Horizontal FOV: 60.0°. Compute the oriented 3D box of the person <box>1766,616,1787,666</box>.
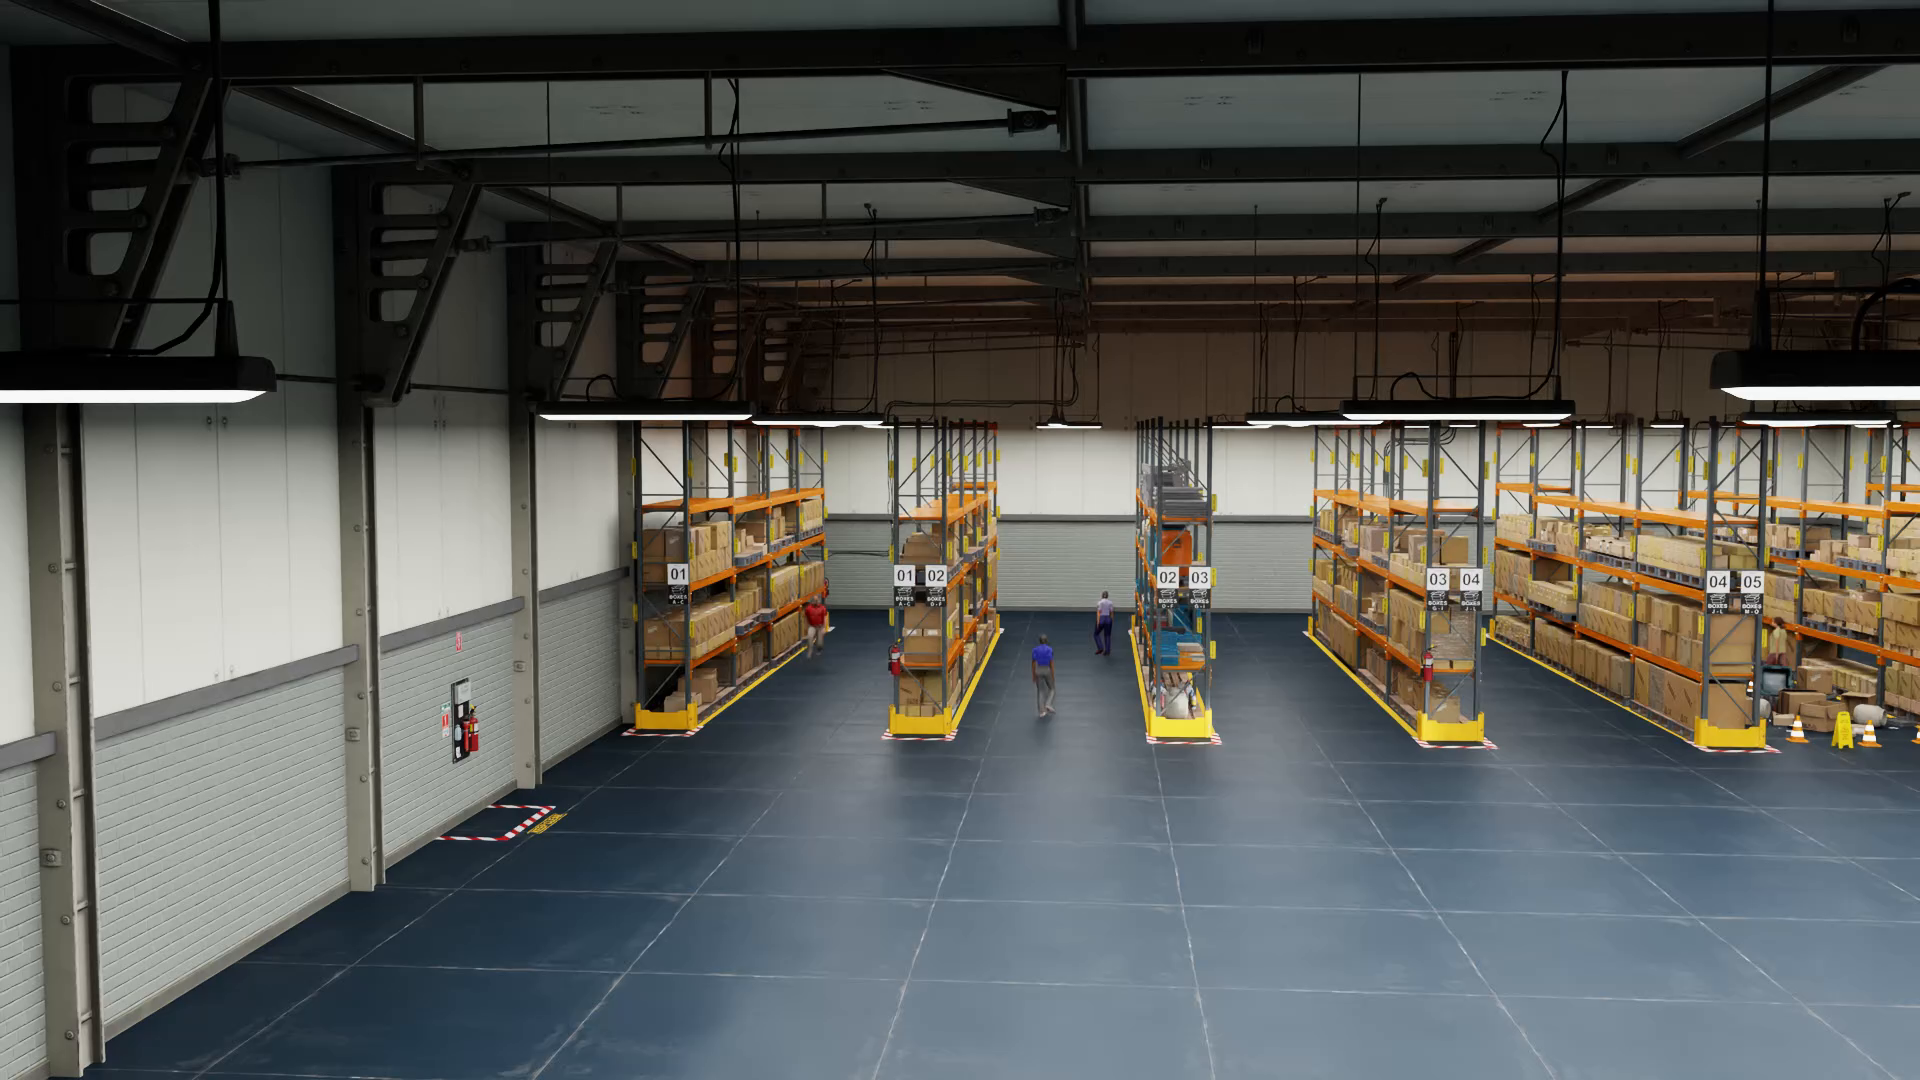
[{"bbox_3d":[17.947,2.536,36.427,0.457,1.708,0.606,-1,4,-8],"label":"person"}]

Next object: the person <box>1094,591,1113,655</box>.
[{"bbox_3d":[3.702,2.127,42.527,0.504,1.650,0.499,-1,4,-18],"label":"person"}]

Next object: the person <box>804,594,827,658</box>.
[{"bbox_3d":[-3.483,2.069,40.224,0.547,1.500,0.996,-1,4,-8],"label":"person"}]

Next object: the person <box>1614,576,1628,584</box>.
[{"bbox_3d":[19.119,1.689,48.064,0.711,1.771,0.536,-1,4,-10],"label":"person"}]

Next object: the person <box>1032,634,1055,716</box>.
[{"bbox_3d":[1.685,2.709,33.450,0.506,1.646,0.456,1,4,15],"label":"person"}]
